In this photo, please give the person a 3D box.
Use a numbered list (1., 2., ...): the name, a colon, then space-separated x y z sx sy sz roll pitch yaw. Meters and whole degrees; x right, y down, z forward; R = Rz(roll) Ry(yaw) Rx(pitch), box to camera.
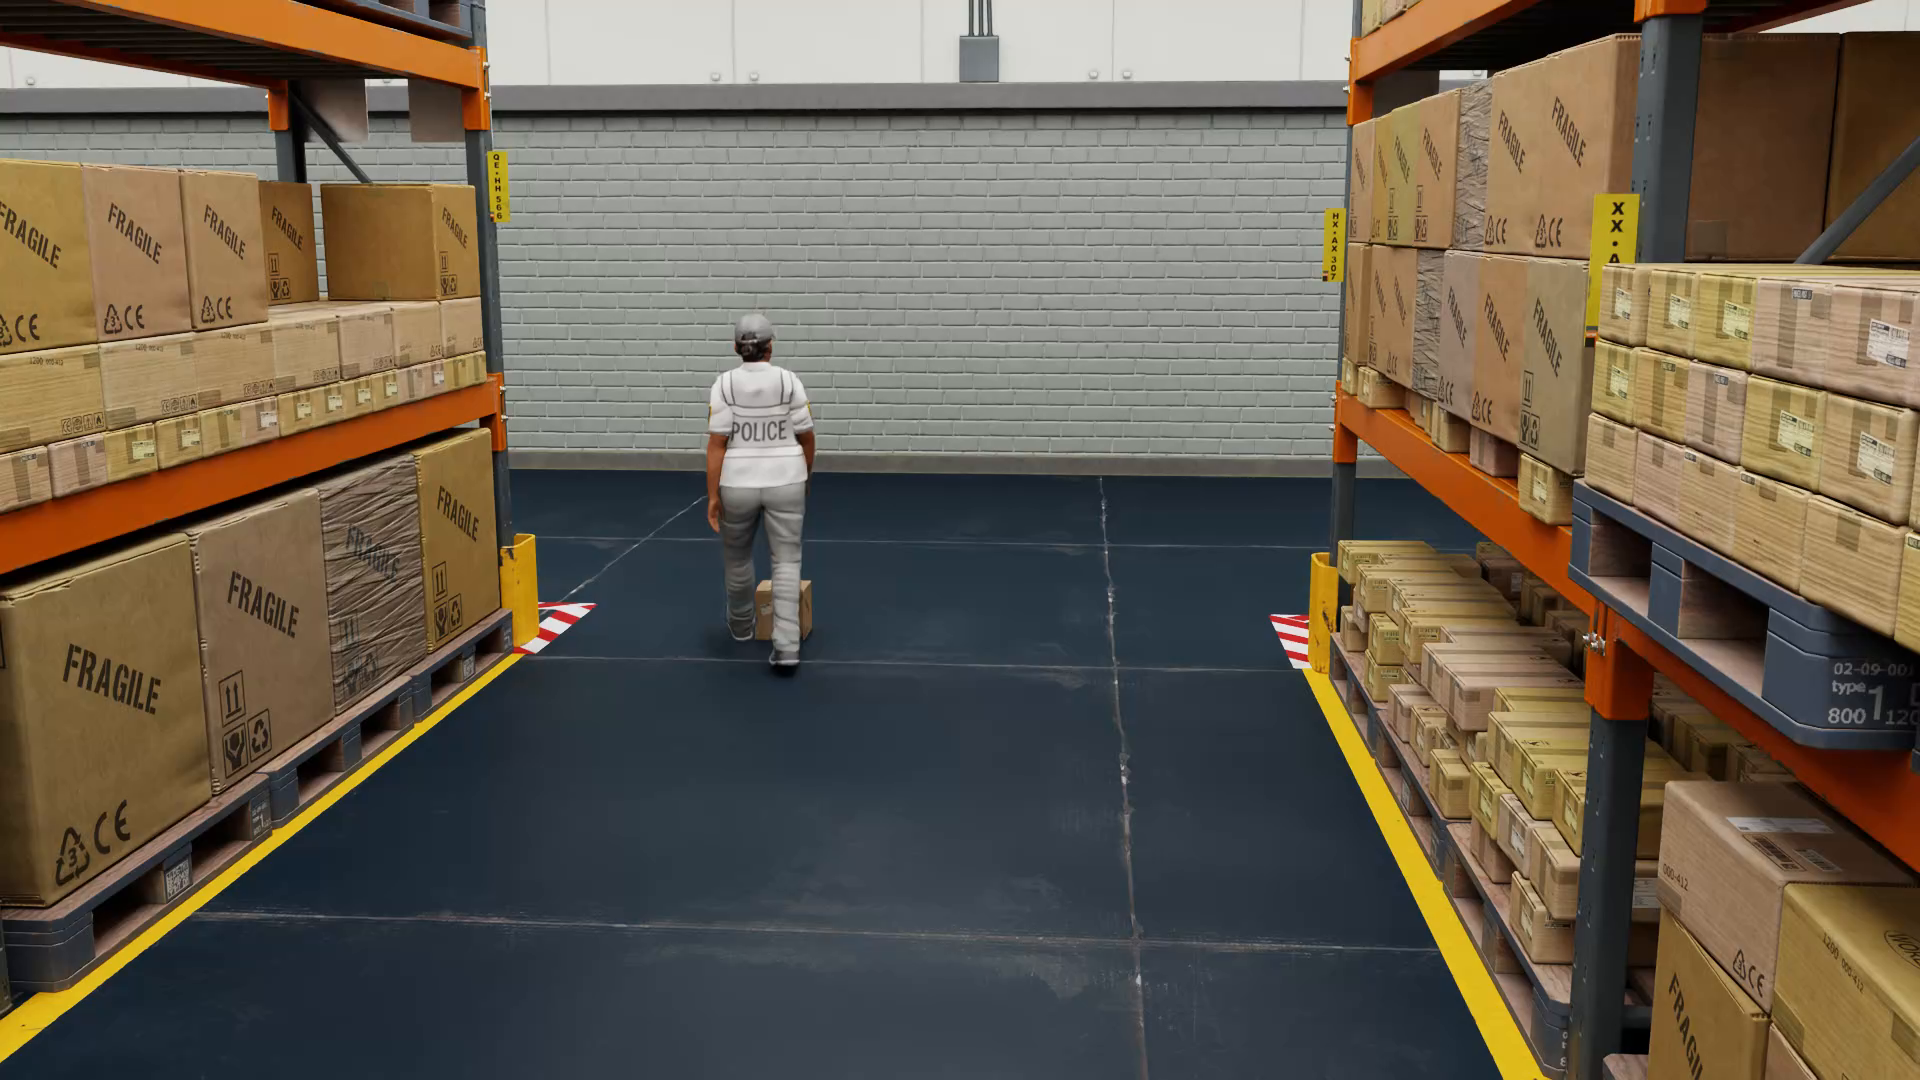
1. person: -0.927 -0.258 7.818 0.498 1.615 0.940 -1 11 -6
